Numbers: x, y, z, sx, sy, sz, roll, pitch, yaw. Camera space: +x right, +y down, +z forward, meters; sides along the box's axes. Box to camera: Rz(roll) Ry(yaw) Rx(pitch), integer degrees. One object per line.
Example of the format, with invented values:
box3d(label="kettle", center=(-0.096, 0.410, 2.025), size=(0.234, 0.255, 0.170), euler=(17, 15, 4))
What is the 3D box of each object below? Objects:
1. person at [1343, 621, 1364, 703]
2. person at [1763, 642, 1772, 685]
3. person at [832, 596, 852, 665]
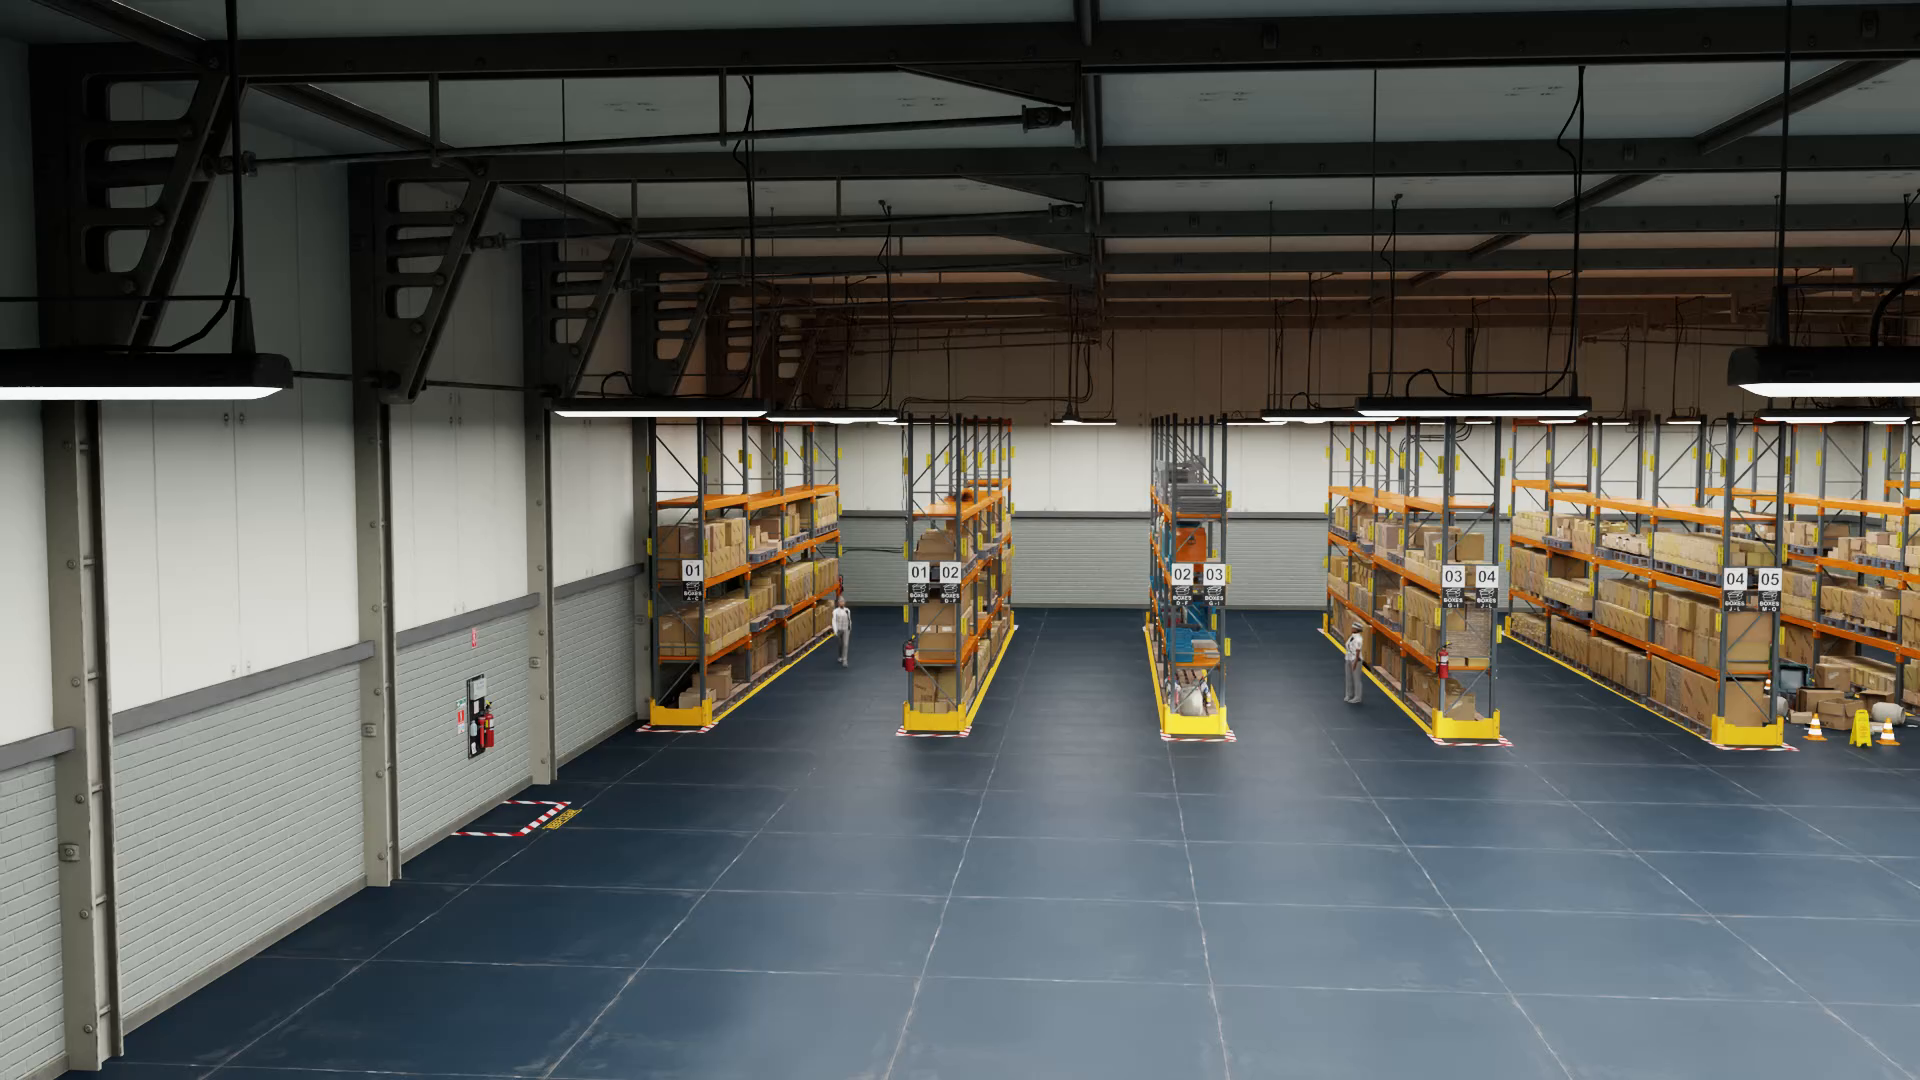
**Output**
box3d(label="person", center=(8.228, 2.541, 34.798), size=(0.394, 1.696, 0.483), euler=(-2, 4, -26))
box3d(label="person", center=(17.883, 2.331, 36.921), size=(0.483, 1.786, 0.601), euler=(3, 5, 38))
box3d(label="person", center=(-2.863, 2.181, 40.242), size=(0.472, 1.641, 0.958), euler=(0, 4, -2))
